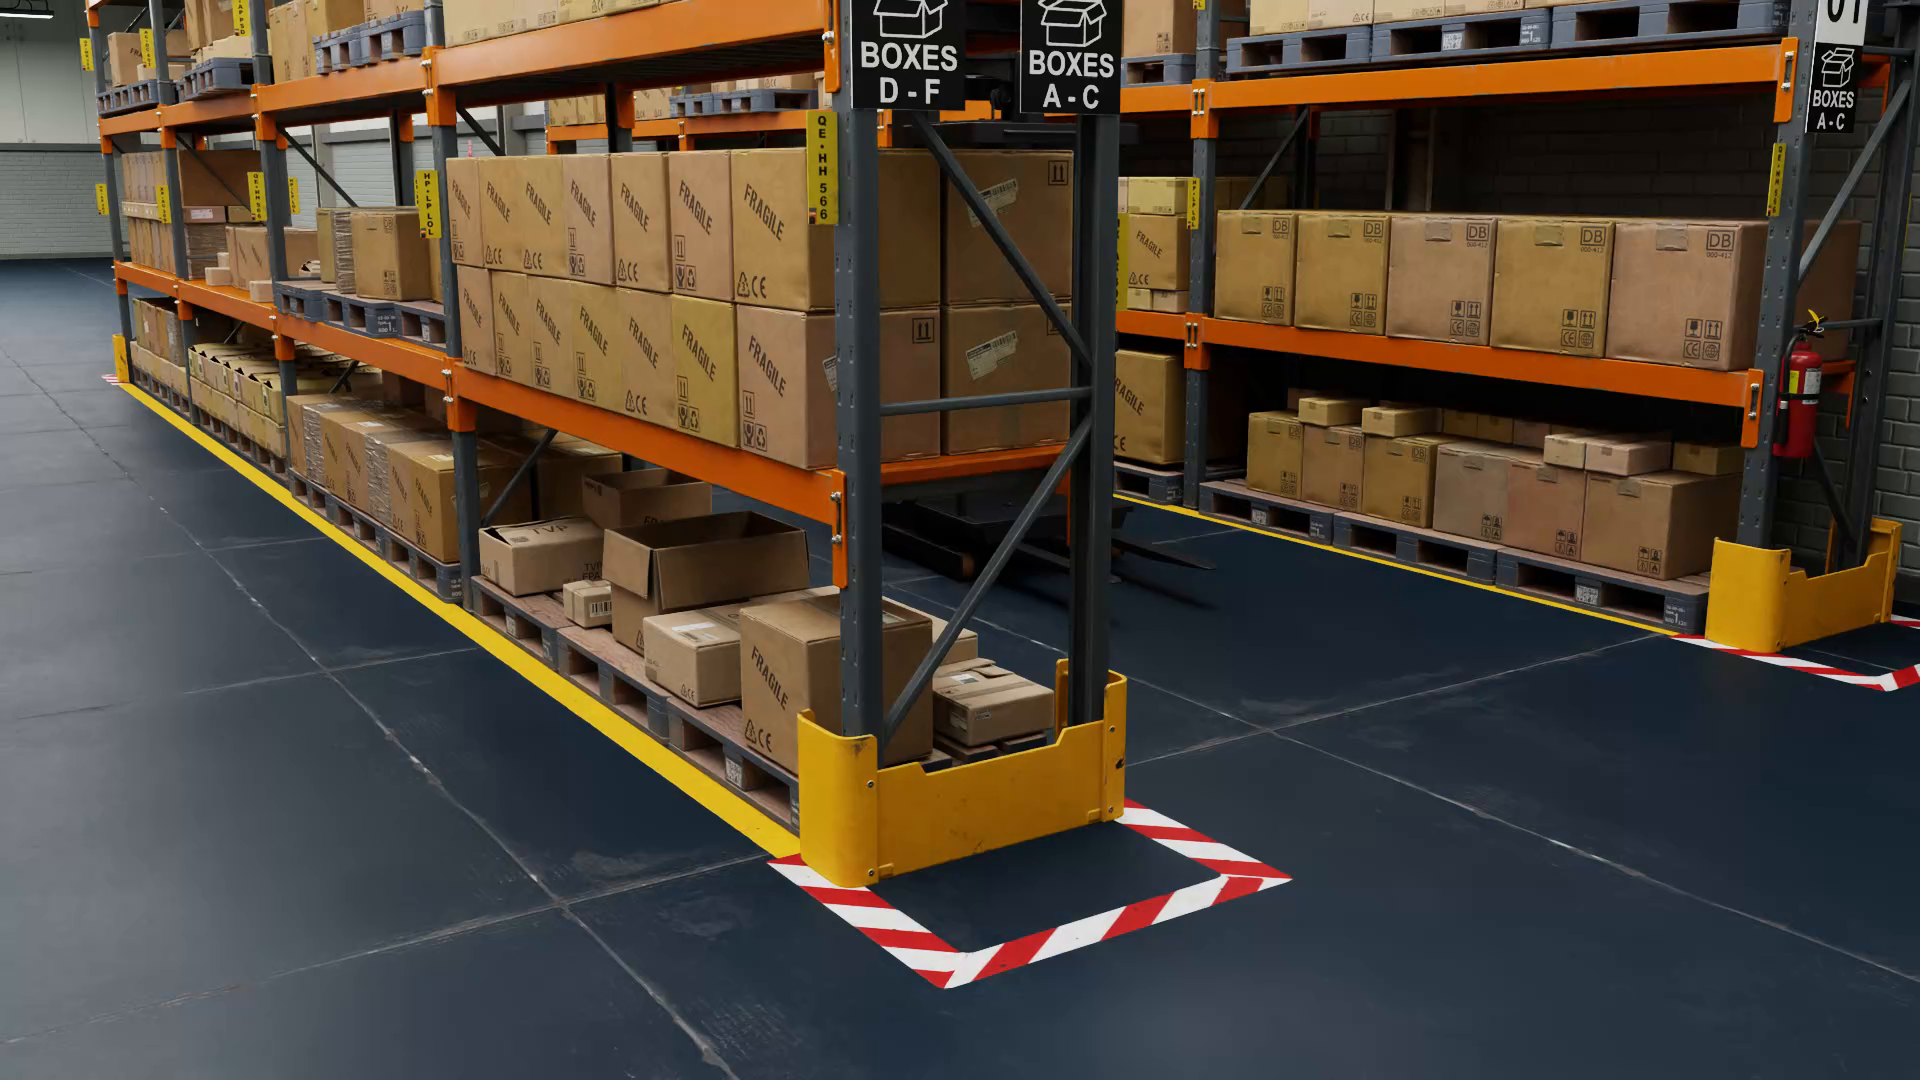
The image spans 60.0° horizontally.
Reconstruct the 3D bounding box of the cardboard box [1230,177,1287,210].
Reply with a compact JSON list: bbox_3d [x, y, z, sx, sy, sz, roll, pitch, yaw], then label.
[{"bbox_3d":[1.936,-2.419,11.669,0.500,0.250,0.500,-8,14,-31],"label":"cardboard box"}]

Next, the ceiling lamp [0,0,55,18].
[{"bbox_3d":[-22.177,-13.691,38.243,2.000,3.185,0.800,-8,15,-33],"label":"ceiling lamp"}]

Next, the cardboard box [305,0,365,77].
[{"bbox_3d":[-3.524,-3.118,10.342,0.910,0.500,0.500,-8,15,-33],"label":"cardboard box"}]

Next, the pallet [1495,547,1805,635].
[{"bbox_3d":[3.682,0.205,8.932,1.003,0.211,1.213,-8,15,-33],"label":"pallet"}]

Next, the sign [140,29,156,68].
[{"bbox_3d":[-7.041,-4.262,14.415,0.100,0.325,0.005,-8,15,-33],"label":"sign"}]

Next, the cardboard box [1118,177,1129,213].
[{"bbox_3d":[1.227,-2.451,11.817,0.500,0.250,0.500,-8,15,-32],"label":"cardboard box"}]

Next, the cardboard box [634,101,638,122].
[{"bbox_3d":[-3.552,-4.929,18.577,0.500,0.500,0.500,-9,15,-35],"label":"cardboard box"}]

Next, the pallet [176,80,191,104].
[{"bbox_3d":[-6.081,-3.788,14.091,0.805,0.209,1.217,-9,15,-35],"label":"pallet"}]

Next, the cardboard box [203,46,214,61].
[{"bbox_3d":[-5.940,-3.961,13.800,0.500,0.250,0.500,-10,16,-38],"label":"cardboard box"}]

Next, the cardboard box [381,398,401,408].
[{"bbox_3d":[-3.650,-0.716,11.434,0.500,0.500,0.500,-7,14,-31],"label":"cardboard box"}]

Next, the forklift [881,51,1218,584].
[{"bbox_3d":[0.308,-1.316,9.518,1.130,2.935,3.031,-7,14,-29],"label":"forklift"}]

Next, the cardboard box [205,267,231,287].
[{"bbox_3d":[-6.259,-2.267,14.296,0.380,0.149,0.250,-8,15,-33],"label":"cardboard box"}]

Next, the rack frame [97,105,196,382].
[{"bbox_3d":[-8.796,-3.283,18.354,1.000,3.000,0.127,-8,15,-33],"label":"rack frame"}]

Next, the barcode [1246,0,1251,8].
[{"bbox_3d":[1.983,-3.689,11.411,0.001,0.075,0.075,-7,14,-28],"label":"barcode"}]

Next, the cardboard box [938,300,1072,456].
[{"bbox_3d":[0.042,-0.597,5.835,0.500,0.500,0.500,-8,15,-32],"label":"cardboard box"}]

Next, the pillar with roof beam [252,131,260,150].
[{"bbox_3d":[-20.448,-10.538,37.484,9.100,9.000,0.548,-8,15,-33],"label":"pillar with roof beam"}]

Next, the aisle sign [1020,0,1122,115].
[{"bbox_3d":[0.351,-1.730,5.167,0.394,0.787,0.004,-8,15,-33],"label":"aisle sign"}]

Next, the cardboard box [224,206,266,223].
[{"bbox_3d":[-6.568,-3.008,15.344,0.380,0.149,0.250,-8,15,-33],"label":"cardboard box"}]

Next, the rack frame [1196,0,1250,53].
[{"bbox_3d":[1.974,-4.667,10.638,1.000,3.000,0.127,-8,15,-33],"label":"rack frame"}]

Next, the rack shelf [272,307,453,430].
[{"bbox_3d":[-3.256,-1.153,10.298,1.077,0.370,4.000,-8,15,-33],"label":"rack shelf"}]

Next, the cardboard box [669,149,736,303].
[{"bbox_3d":[-0.688,-1.111,5.848,0.500,0.500,0.500,-8,14,-31],"label":"cardboard box"}]

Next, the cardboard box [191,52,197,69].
[{"bbox_3d":[-6.939,-4.484,15.722,0.500,0.311,0.500,-9,15,-36],"label":"cardboard box"}]

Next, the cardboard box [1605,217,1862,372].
[{"bbox_3d":[3.899,-1.261,8.403,0.980,0.700,0.700,-7,14,-30],"label":"cardboard box"}]

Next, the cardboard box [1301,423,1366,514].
[{"bbox_3d":[2.579,-0.485,10.427,0.700,0.500,0.500,-8,15,-33],"label":"cardboard box"}]

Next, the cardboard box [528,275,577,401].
[{"bbox_3d":[-1.531,-0.895,7.199,0.500,0.500,0.500,-8,15,-33],"label":"cardboard box"}]

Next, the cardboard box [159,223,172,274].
[{"bbox_3d":[-7.404,-2.882,16.283,0.700,0.500,0.500,-8,15,-32],"label":"cardboard box"}]

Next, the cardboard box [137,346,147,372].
[{"bbox_3d":[-8.404,-1.935,17.642,0.500,0.250,0.500,-8,15,-33],"label":"cardboard box"}]

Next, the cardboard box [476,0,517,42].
[{"bbox_3d":[-1.811,-2.336,7.352,0.500,0.250,0.500,-8,15,-33],"label":"cardboard box"}]

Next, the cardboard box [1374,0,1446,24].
[{"bbox_3d":[2.698,-3.045,9.379,0.500,0.250,0.500,-9,15,-34],"label":"cardboard box"}]

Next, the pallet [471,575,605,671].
[{"bbox_3d":[-1.768,0.336,8.334,1.003,0.211,1.213,-8,15,-33],"label":"pallet"}]

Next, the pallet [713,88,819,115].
[{"bbox_3d":[-1.628,-4.226,16.083,1.213,0.211,1.003,-8,15,-33],"label":"pallet"}]

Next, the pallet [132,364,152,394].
[{"bbox_3d":[-8.338,-1.790,18.053,1.003,0.211,1.213,-8,15,-33],"label":"pallet"}]

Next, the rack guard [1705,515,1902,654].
[{"bbox_3d":[4.203,0.201,8.273,1.175,0.500,0.348,-8,15,-33],"label":"rack guard"}]

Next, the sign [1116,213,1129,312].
[{"bbox_3d":[0.520,-0.925,5.543,0.100,0.325,0.005,-8,15,-33],"label":"sign"}]

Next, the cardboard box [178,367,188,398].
[{"bbox_3d":[-7.019,-1.490,15.609,0.500,0.250,0.500,-8,15,-33],"label":"cardboard box"}]

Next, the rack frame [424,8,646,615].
[{"bbox_3d":[-2.148,-1.149,8.595,1.000,3.000,0.127,-8,15,-33],"label":"rack frame"}]

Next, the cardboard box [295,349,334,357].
[{"bbox_3d":[-5.549,-1.489,14.289,0.500,0.311,0.500,-8,15,-33],"label":"cardboard box"}]

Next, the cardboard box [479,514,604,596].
[{"bbox_3d":[-2.095,0.050,8.377,0.500,0.311,0.500,-8,15,-33],"label":"cardboard box"}]

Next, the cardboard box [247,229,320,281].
[{"bbox_3d":[-5.307,-2.206,13.193,0.500,0.500,0.500,-9,15,-36],"label":"cardboard box"}]

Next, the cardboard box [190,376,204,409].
[{"bbox_3d":[-6.563,-1.333,14.888,0.500,0.250,0.500,-9,15,-34],"label":"cardboard box"}]

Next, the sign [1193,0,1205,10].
[{"bbox_3d":[1.528,-3.542,10.568,0.100,0.325,0.005,-8,15,-33],"label":"sign"}]

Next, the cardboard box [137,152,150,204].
[{"bbox_3d":[-7.943,-3.689,16.941,0.700,0.500,0.500,-8,15,-33],"label":"cardboard box"}]

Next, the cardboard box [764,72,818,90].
[{"bbox_3d":[-1.539,-4.552,15.918,0.500,0.500,0.500,-9,15,-35],"label":"cardboard box"}]

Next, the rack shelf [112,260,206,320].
[{"bbox_3d":[-7.688,-2.576,16.804,1.077,0.370,4.000,-8,15,-33],"label":"rack shelf"}]

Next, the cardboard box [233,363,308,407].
[{"bbox_3d":[-5.430,-1.242,13.161,0.500,0.311,0.500,-8,15,-33],"label":"cardboard box"}]

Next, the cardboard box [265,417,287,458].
[{"bbox_3d":[-4.859,-0.787,12.393,0.500,0.250,0.500,-8,15,-31],"label":"cardboard box"}]

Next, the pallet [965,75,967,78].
[{"bbox_3d":[0.159,-3.712,13.737,1.213,0.211,1.003,-7,14,-30],"label":"pallet"}]

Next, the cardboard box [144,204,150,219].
[{"bbox_3d":[-7.907,-3.280,16.588,0.380,0.149,0.250,-8,15,-32],"label":"cardboard box"}]

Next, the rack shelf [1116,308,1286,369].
[{"bbox_3d":[0.866,-1.740,12.982,1.077,0.370,4.000,-8,15,-33],"label":"rack shelf"}]

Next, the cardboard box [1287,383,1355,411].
[{"bbox_3d":[2.388,-0.941,10.994,0.380,0.149,0.250,-8,15,-33],"label":"cardboard box"}]

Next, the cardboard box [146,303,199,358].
[{"bbox_3d":[-7.856,-2.123,16.745,0.500,0.500,0.500,-8,15,-33],"label":"cardboard box"}]

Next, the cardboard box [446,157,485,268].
[{"bbox_3d":[-2.121,-1.569,7.942,0.500,0.500,0.500,-8,14,-31],"label":"cardboard box"}]

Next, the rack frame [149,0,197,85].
[{"bbox_3d":[-6.580,-5.503,14.460,1.000,3.000,0.127,-8,15,-33],"label":"rack frame"}]

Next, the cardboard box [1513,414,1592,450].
[{"bbox_3d":[3.394,-0.619,9.522,0.380,0.149,0.250,-8,15,-32],"label":"cardboard box"}]

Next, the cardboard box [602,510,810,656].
[{"bbox_3d":[-1.103,0.189,7.289,0.797,0.503,0.637,-8,15,-33],"label":"cardboard box"}]

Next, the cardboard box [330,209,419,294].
[{"bbox_3d":[-3.574,-1.830,10.494,0.700,0.500,0.500,-5,13,-22],"label":"cardboard box"}]

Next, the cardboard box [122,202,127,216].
[{"bbox_3d":[-8.758,-3.554,17.838,0.380,0.149,0.250,-8,15,-33],"label":"cardboard box"}]

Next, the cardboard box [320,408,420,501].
[{"bbox_3d":[-3.781,-0.557,10.710,0.500,0.500,0.500,-8,15,-34],"label":"cardboard box"}]

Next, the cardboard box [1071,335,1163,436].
[{"bbox_3d":[1.011,-1.149,12.643,0.750,0.750,0.750,-8,14,-31],"label":"cardboard box"}]
